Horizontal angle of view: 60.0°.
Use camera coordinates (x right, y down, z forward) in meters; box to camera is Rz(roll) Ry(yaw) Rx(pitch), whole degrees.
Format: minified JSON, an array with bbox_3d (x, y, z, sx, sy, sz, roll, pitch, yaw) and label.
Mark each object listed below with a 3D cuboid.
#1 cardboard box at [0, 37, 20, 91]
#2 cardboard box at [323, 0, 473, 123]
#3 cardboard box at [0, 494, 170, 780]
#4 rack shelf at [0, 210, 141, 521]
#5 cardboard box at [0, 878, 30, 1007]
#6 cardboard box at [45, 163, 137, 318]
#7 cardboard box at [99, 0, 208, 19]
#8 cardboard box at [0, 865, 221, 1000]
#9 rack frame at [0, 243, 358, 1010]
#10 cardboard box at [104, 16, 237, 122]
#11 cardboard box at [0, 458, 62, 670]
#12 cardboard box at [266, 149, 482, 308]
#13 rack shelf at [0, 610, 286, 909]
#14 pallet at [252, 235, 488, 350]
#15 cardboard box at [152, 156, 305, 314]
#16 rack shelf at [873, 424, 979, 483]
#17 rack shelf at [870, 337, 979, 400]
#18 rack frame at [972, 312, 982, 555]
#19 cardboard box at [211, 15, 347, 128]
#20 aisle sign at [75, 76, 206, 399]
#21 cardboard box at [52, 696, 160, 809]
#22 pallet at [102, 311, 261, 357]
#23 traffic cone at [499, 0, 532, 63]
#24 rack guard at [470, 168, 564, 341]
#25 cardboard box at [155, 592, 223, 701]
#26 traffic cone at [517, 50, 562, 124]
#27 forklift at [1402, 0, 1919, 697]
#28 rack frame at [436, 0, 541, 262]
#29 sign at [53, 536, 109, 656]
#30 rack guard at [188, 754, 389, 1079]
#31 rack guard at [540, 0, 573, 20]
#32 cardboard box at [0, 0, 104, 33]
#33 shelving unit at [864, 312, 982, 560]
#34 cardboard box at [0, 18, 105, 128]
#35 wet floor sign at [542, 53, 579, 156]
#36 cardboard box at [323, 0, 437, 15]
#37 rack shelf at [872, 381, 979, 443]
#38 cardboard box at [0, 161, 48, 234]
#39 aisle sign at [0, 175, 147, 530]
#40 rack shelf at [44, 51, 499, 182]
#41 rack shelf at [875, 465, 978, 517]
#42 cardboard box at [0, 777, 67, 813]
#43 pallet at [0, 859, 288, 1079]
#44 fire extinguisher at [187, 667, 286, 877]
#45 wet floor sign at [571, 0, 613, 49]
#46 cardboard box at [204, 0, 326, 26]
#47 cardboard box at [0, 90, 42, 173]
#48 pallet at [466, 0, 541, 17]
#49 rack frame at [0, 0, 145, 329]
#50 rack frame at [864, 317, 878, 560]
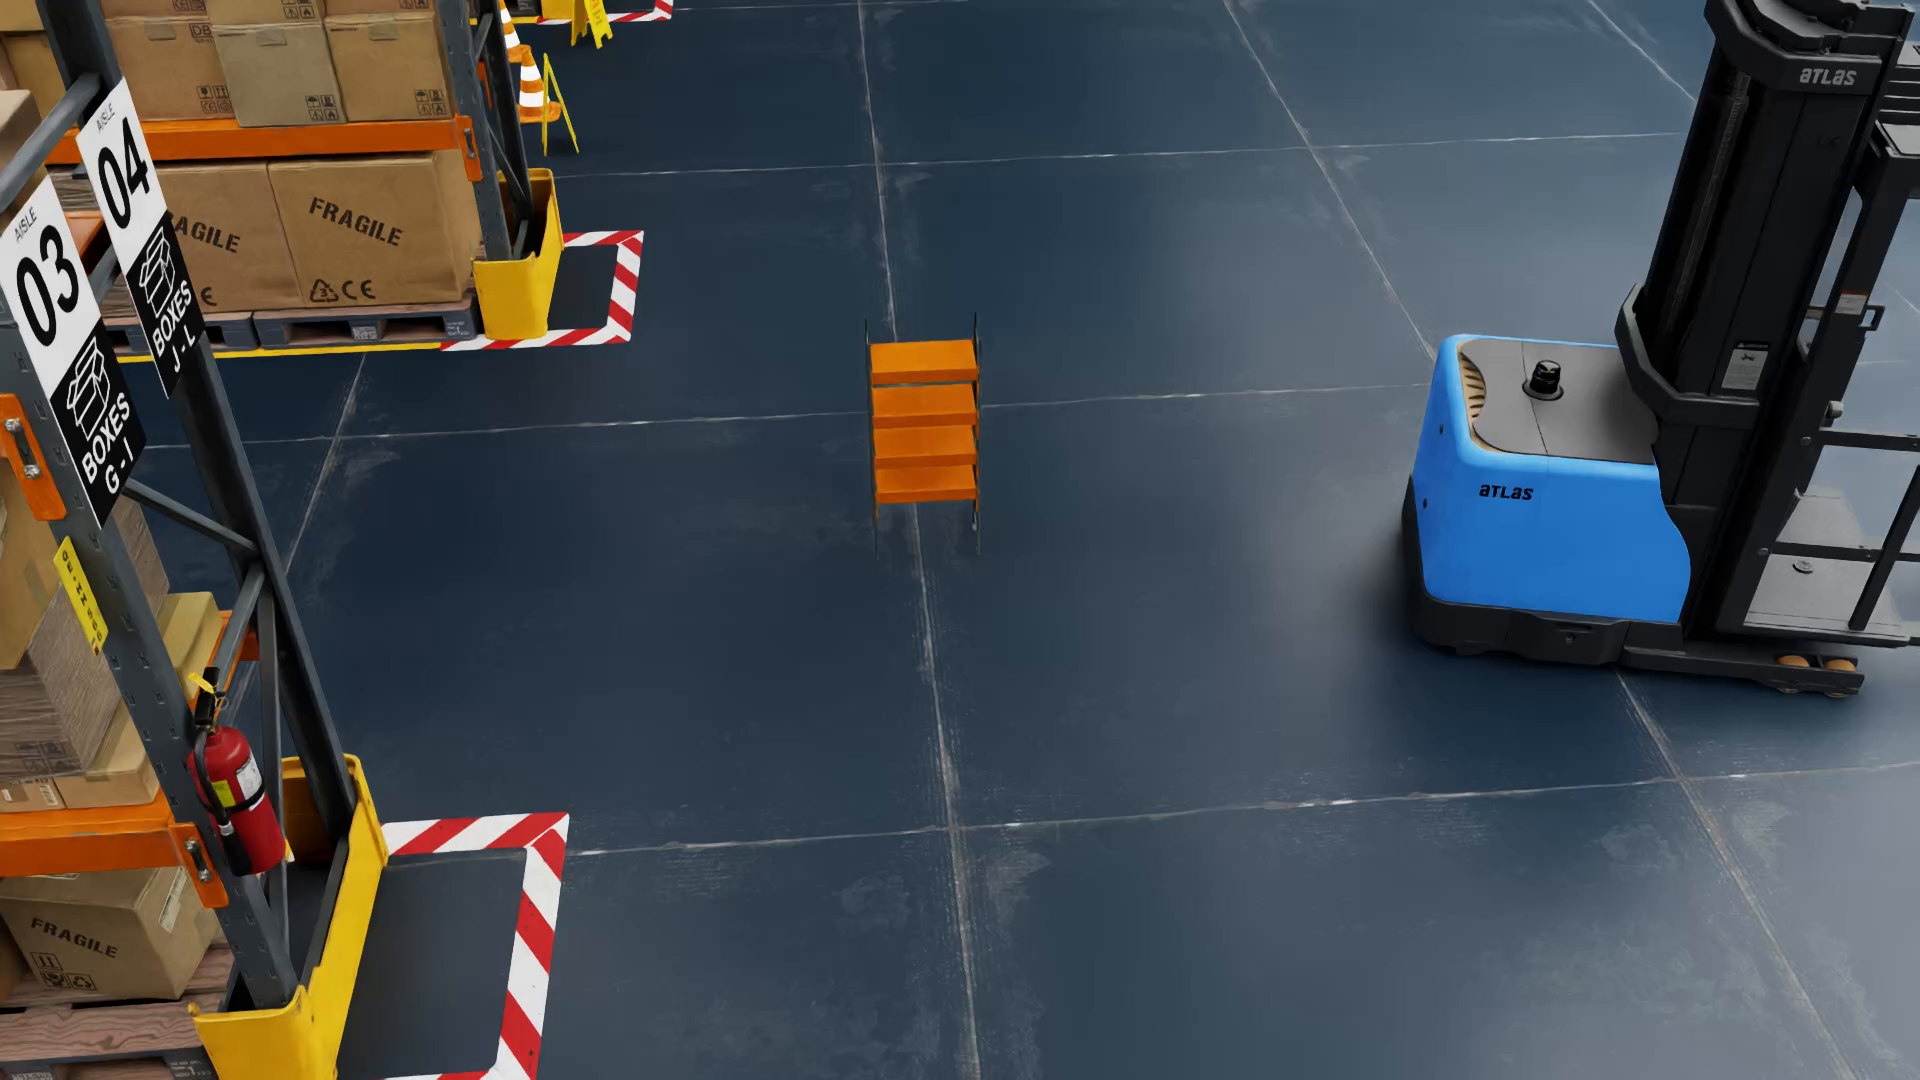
[{"bbox_3d":[-5.149,-2.552,8.764,0.550,0.550,0.875,-3,38,-4],"label":"cardboard box"},{"bbox_3d":[-2.991,-2.695,8.944,0.550,0.550,0.875,-3,38,-4],"label":"cardboard box"},{"bbox_3d":[-2.837,0.239,5.027,0.500,0.500,0.875,-3,38,-4],"label":"cardboard box"},{"bbox_3d":[-4.279,-0.404,4.321,4.000,0.370,1.077,-3,38,-4],"label":"rack shelf"},{"bbox_3d":[-3.502,1.276,5.712,0.500,0.500,0.500,6,39,8],"label":"cardboard box"},{"bbox_3d":[-5.079,-1.838,9.357,0.875,0.875,0.875,-3,38,-4],"label":"cardboard box"},{"bbox_3d":[-4.108,-3.136,8.633,0.550,0.550,0.875,-3,38,-4],"label":"cardboard box"},{"bbox_3d":[-2.910,1.222,5.780,0.500,0.500,0.500,4,38,4],"label":"cardboard box"},{"bbox_3d":[-2.287,0.382,5.167,0.127,3.000,1.000,-3,38,-4],"label":"rack frame"},{"bbox_3d":[-4.106,-2.698,8.948,0.550,0.550,0.875,-3,38,-4],"label":"cardboard box"},{"bbox_3d":[-2.813,0.016,4.502,0.500,0.500,0.500,-3,38,-4],"label":"cardboard box"},{"bbox_3d":[-3.295,-1.937,9.481,0.875,0.875,0.875,-3,38,-4],"label":"cardboard box"},{"bbox_3d":[-4.279,0.774,5.250,4.000,0.370,1.077,-3,38,-4],"label":"rack shelf"},{"bbox_3d":[-3.415,-1.497,9.799,1.213,0.211,1.003,-3,38,-4],"label":"pallet"},{"bbox_3d":[-4.171,-1.887,9.419,0.875,0.875,0.875,-4,38,-5],"label":"cardboard box"},{"bbox_3d":[-0.165,-0.409,7.730,0.480,0.148,0.258,-3,38,-4],"label":"rack shelf"},{"bbox_3d":[-0.165,-0.770,7.445,0.480,0.148,0.258,-3,38,-4],"label":"rack shelf"},{"bbox_3d":[0.078,-0.475,7.706,0.015,1.200,0.240,-3,38,-4],"label":"rack frame"},{"bbox_3d":[-3.537,-2.651,8.889,0.550,0.550,0.875,-3,38,-4],"label":"cardboard box"},{"bbox_3d":[-2.251,-0.827,4.600,0.004,0.787,0.394,-3,38,-4],"label":"aisle sign"},{"bbox_3d":[-2.552,0.623,5.063,0.250,0.149,0.380,-3,38,-4],"label":"cardboard box"},{"bbox_3d":[-4.627,-1.432,9.717,1.213,0.211,1.003,-3,38,-4],"label":"pallet"},{"bbox_3d":[-3.478,-3.917,12.663,0.334,0.463,0.336,-3,38,-4],"label":"traffic cone"},{"bbox_3d":[-2.601,-1.704,9.828,0.348,0.500,1.175,-3,38,-4],"label":"rack guard"},{"bbox_3d":[-2.592,0.349,5.411,0.250,0.149,0.380,-3,38,-4],"label":"cardboard box"},{"bbox_3d":[-3.041,-3.251,11.819,0.334,0.463,0.336,-3,38,-4],"label":"traffic cone"},{"bbox_3d":[3.592,-0.822,6.748,3.031,2.935,1.130,5,39,7],"label":"forklift"},{"bbox_3d":[-2.625,-2.684,9.052,0.127,3.000,1.000,-3,38,-4],"label":"rack frame"},{"bbox_3d":[-2.257,0.147,4.275,0.005,0.325,0.100,-3,38,-4],"label":"sign"},{"bbox_3d":[-2.362,1.367,5.936,0.348,0.500,1.175,-3,38,-4],"label":"rack guard"},{"bbox_3d":[-3.240,-4.747,13.685,0.348,0.500,1.175,-3,38,-4],"label":"rack guard"},{"bbox_3d":[-4.624,-3.027,8.494,0.500,0.550,0.875,-3,38,-4],"label":"cardboard box"},{"bbox_3d":[-0.165,-0.462,7.689,0.503,1.200,0.258,-3,38,-4],"label":"shelving unit"},{"bbox_3d":[-4.630,-2.643,8.879,0.500,0.550,0.875,-3,38,-4],"label":"cardboard box"},{"bbox_3d":[-2.772,-2.983,11.332,0.232,0.644,0.267,-9,39,-12],"label":"wet floor sign"},{"bbox_3d":[-2.998,-3.170,8.676,0.550,0.550,0.875,-3,38,-4],"label":"cardboard box"},{"bbox_3d":[-0.165,-0.585,7.592,0.480,0.148,0.258,-3,38,-4],"label":"rack shelf"},{"bbox_3d":[-2.789,-0.870,4.453,0.500,0.250,0.500,-2,38,-3],"label":"cardboard box"},{"bbox_3d":[-2.198,-0.457,4.131,0.004,0.787,0.394,-3,38,-4],"label":"aisle sign"},{"bbox_3d":[-4.617,-2.292,9.136,4.000,0.370,1.077,-3,38,-4],"label":"rack shelf"},{"bbox_3d":[-0.165,-0.253,7.853,0.480,0.148,0.258,-3,38,-4],"label":"rack shelf"},{"bbox_3d":[-2.801,0.637,5.046,0.250,0.149,0.380,-3,38,-4],"label":"cardboard box"},{"bbox_3d":[-3.175,1.503,5.996,1.213,0.211,1.003,-3,38,-4],"label":"pallet"},{"bbox_3d":[-2.132,0.690,4.838,0.183,0.674,0.296,-3,38,-4],"label":"fire extinguisher"},{"bbox_3d":[-2.880,-4.159,12.822,0.232,0.644,0.267,9,39,12],"label":"wet floor sign"},{"bbox_3d":[-3.538,-3.083,8.565,0.550,0.550,0.875,-3,38,-4],"label":"cardboard box"},{"bbox_3d":[-2.581,-1.021,4.322,0.250,0.149,0.380,-3,38,-4],"label":"cardboard box"},{"bbox_3d":[-4.052,-4.611,13.746,1.213,0.211,1.003,-3,38,-4],"label":"pallet"},{"bbox_3d":[-2.287,-1.973,3.308,0.127,3.000,1.000,-3,38,-4],"label":"rack frame"},{"bbox_3d":[-0.408,-0.449,7.672,0.015,1.200,0.240,-3,38,-4],"label":"rack frame"}]
